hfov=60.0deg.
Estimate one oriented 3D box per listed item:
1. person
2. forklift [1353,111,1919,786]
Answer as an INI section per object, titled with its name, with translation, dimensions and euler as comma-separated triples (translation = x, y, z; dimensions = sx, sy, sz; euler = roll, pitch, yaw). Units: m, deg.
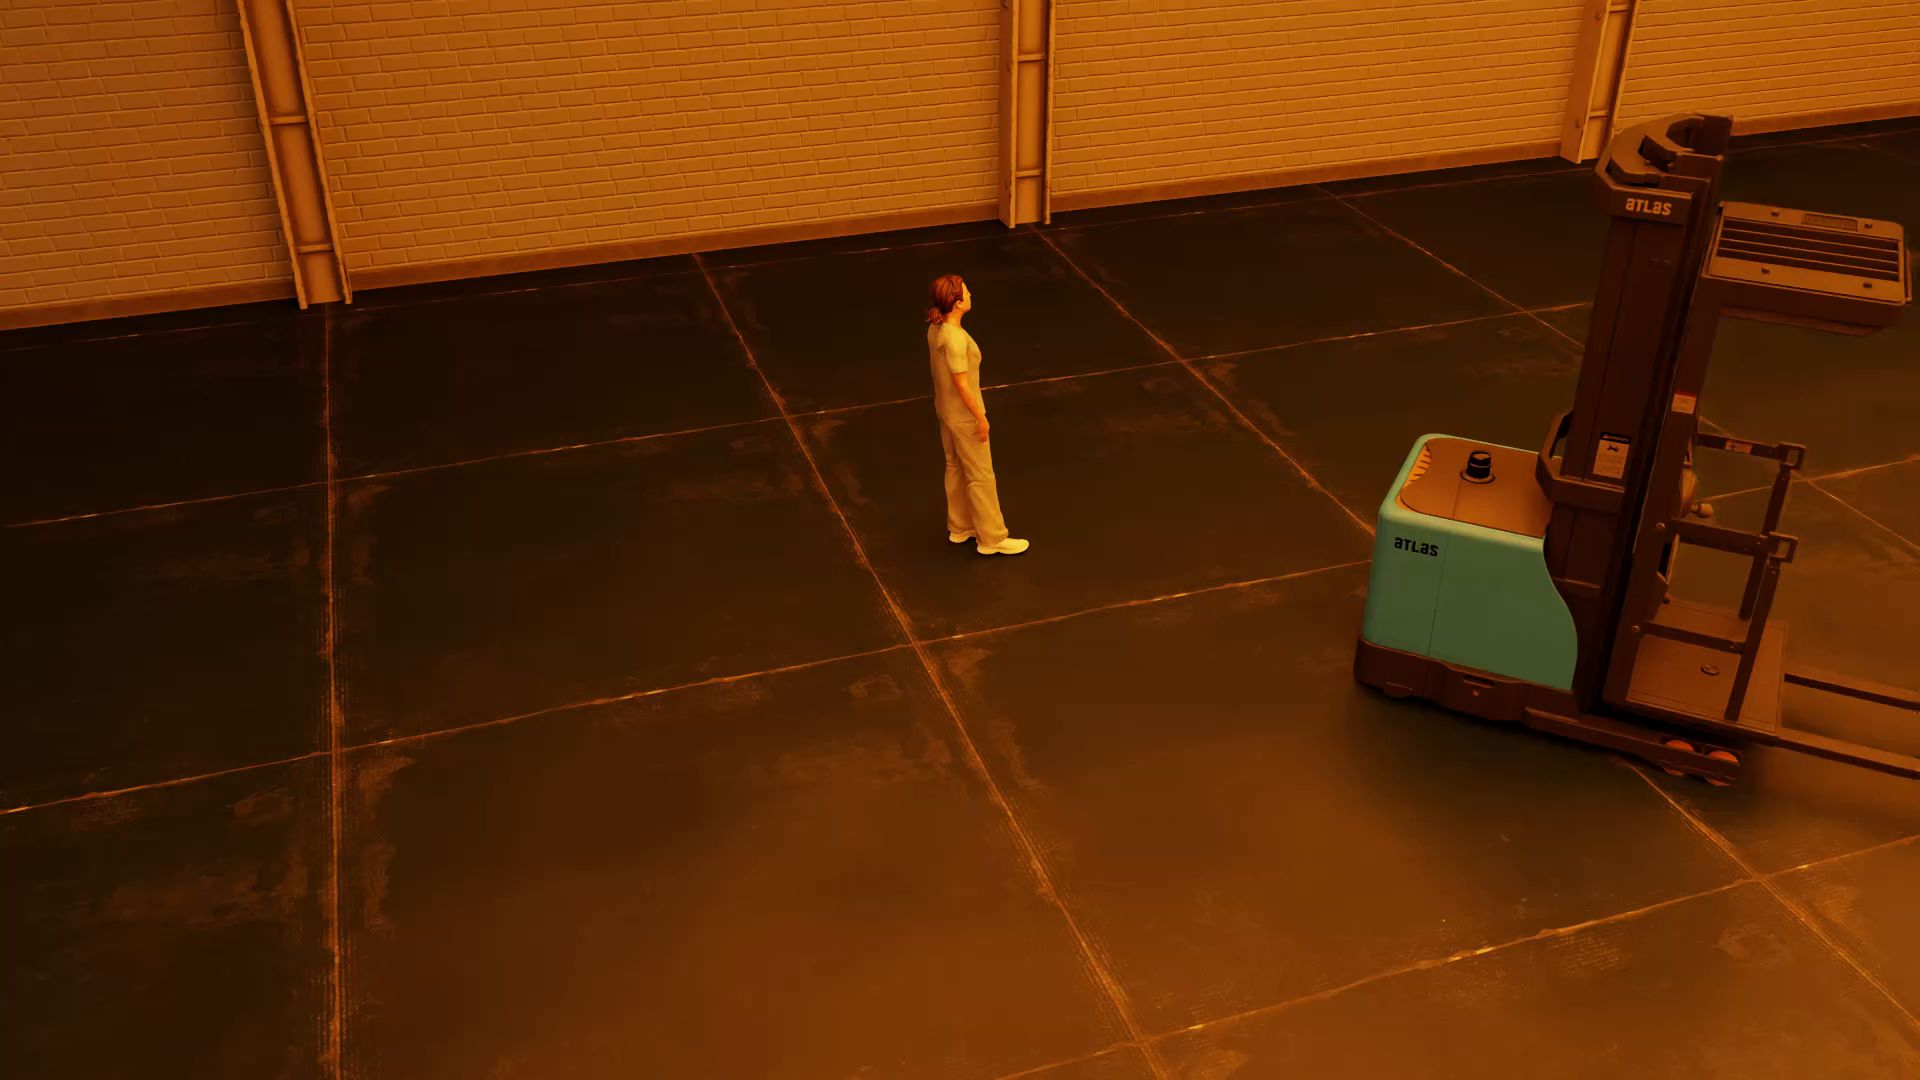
[person]
translation = 0.074, -0.738, 9.614
dimensions = 0.549, 1.675, 0.550
euler = -10, 31, -16
[forklift]
translation = 3.609, -0.394, 7.771
dimensions = 3.031, 2.935, 1.130
euler = 13, 33, 22
